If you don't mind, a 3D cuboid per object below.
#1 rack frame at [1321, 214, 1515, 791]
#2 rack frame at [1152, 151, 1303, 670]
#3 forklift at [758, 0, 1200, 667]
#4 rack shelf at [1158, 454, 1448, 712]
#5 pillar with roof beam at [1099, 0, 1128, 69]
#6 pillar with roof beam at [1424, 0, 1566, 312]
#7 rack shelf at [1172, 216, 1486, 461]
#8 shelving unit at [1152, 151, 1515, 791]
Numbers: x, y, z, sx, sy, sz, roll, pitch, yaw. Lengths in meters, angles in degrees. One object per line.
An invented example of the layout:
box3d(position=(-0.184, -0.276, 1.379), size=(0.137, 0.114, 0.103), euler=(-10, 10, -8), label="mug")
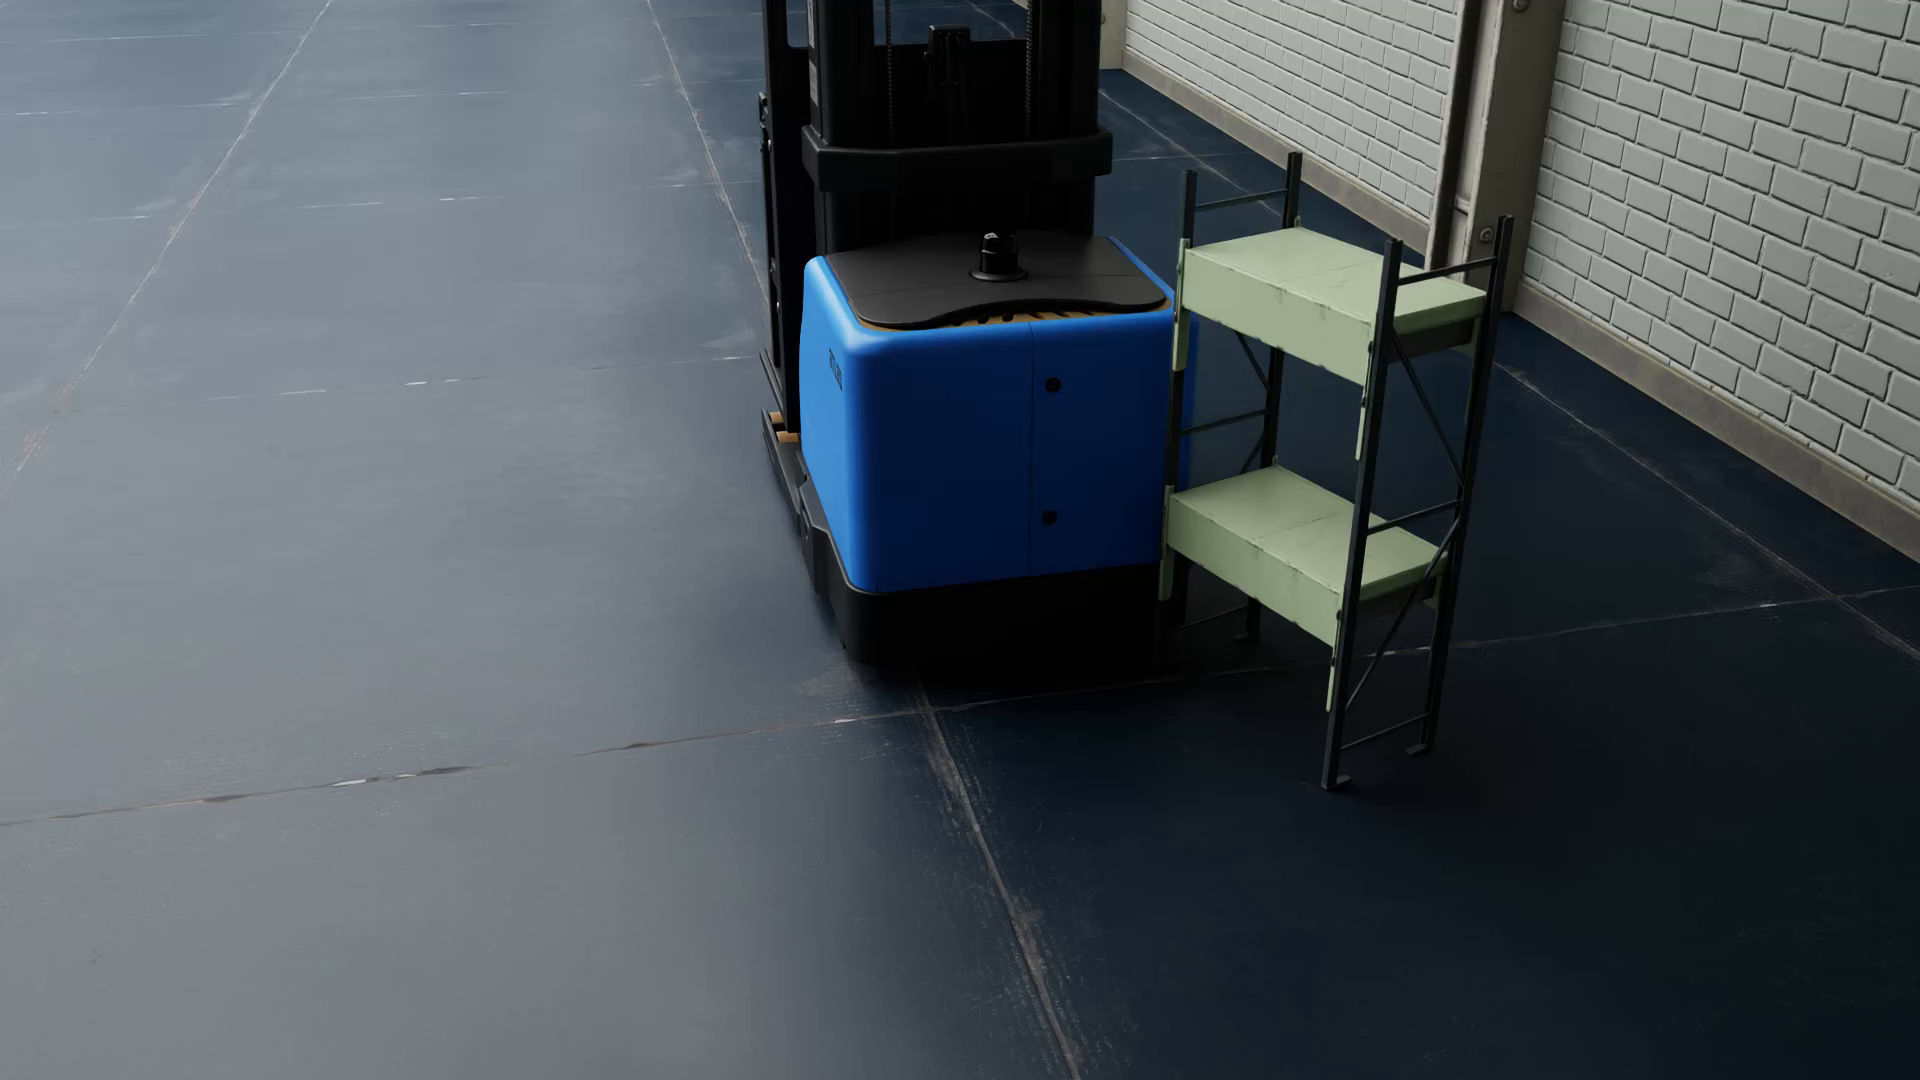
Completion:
box3d(position=(1.139, -0.053, 4.191), size=(0.400, 1.500, 0.023), euler=(-16, 31, -28), label="rack frame")
box3d(position=(0.752, -0.333, 4.746), size=(0.400, 1.500, 0.023), euler=(-16, 31, -28), label="rack frame")
box3d(position=(-0.142, -1.582, 5.632), size=(1.130, 2.935, 3.031), euler=(-6, 27, -12), label="forklift")
box3d(position=(0.946, 0.098, 4.615), size=(0.431, 0.370, 0.720), euler=(-16, 31, -28), label="rack shelf")
box3d(position=(-3.080, -7.379, 10.383), size=(9.100, 9.000, 0.400), euler=(-6, 27, -12), label="pillar with roof beam")
box3d(position=(-1.728, -4.745, 5.165), size=(9.100, 9.000, 0.400), euler=(-6, 27, -12), label="pillar with roof beam")
box3d(position=(0.946, -0.542, 4.293), size=(0.431, 0.370, 0.720), euler=(-16, 31, -28), label="rack shelf")
box3d(position=(0.946, -0.193, 4.468), size=(0.431, 1.500, 0.755), euler=(-16, 31, -28), label="shelving unit")
